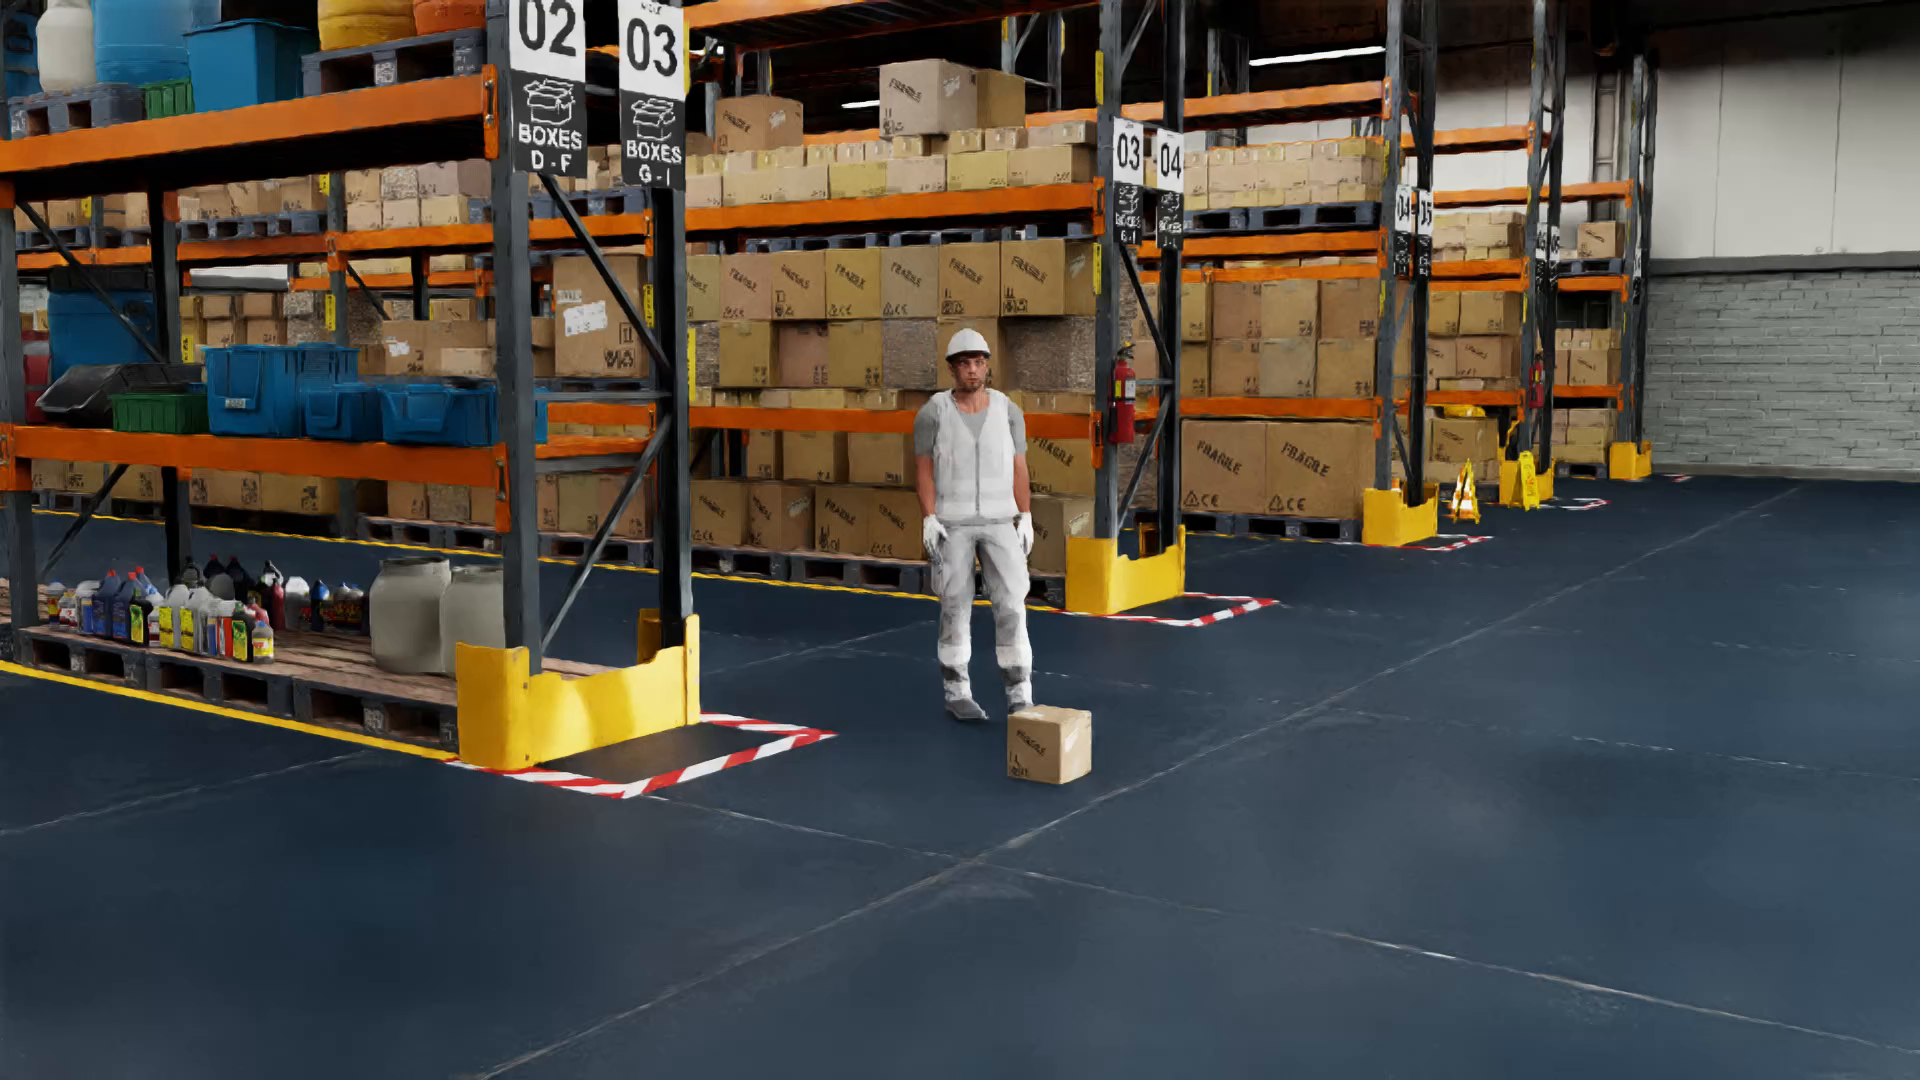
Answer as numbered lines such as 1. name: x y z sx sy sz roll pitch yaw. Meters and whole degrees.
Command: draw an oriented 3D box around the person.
1. person: 0.091 -0.053 7.464 0.564 1.785 0.608 -1 6 -10
